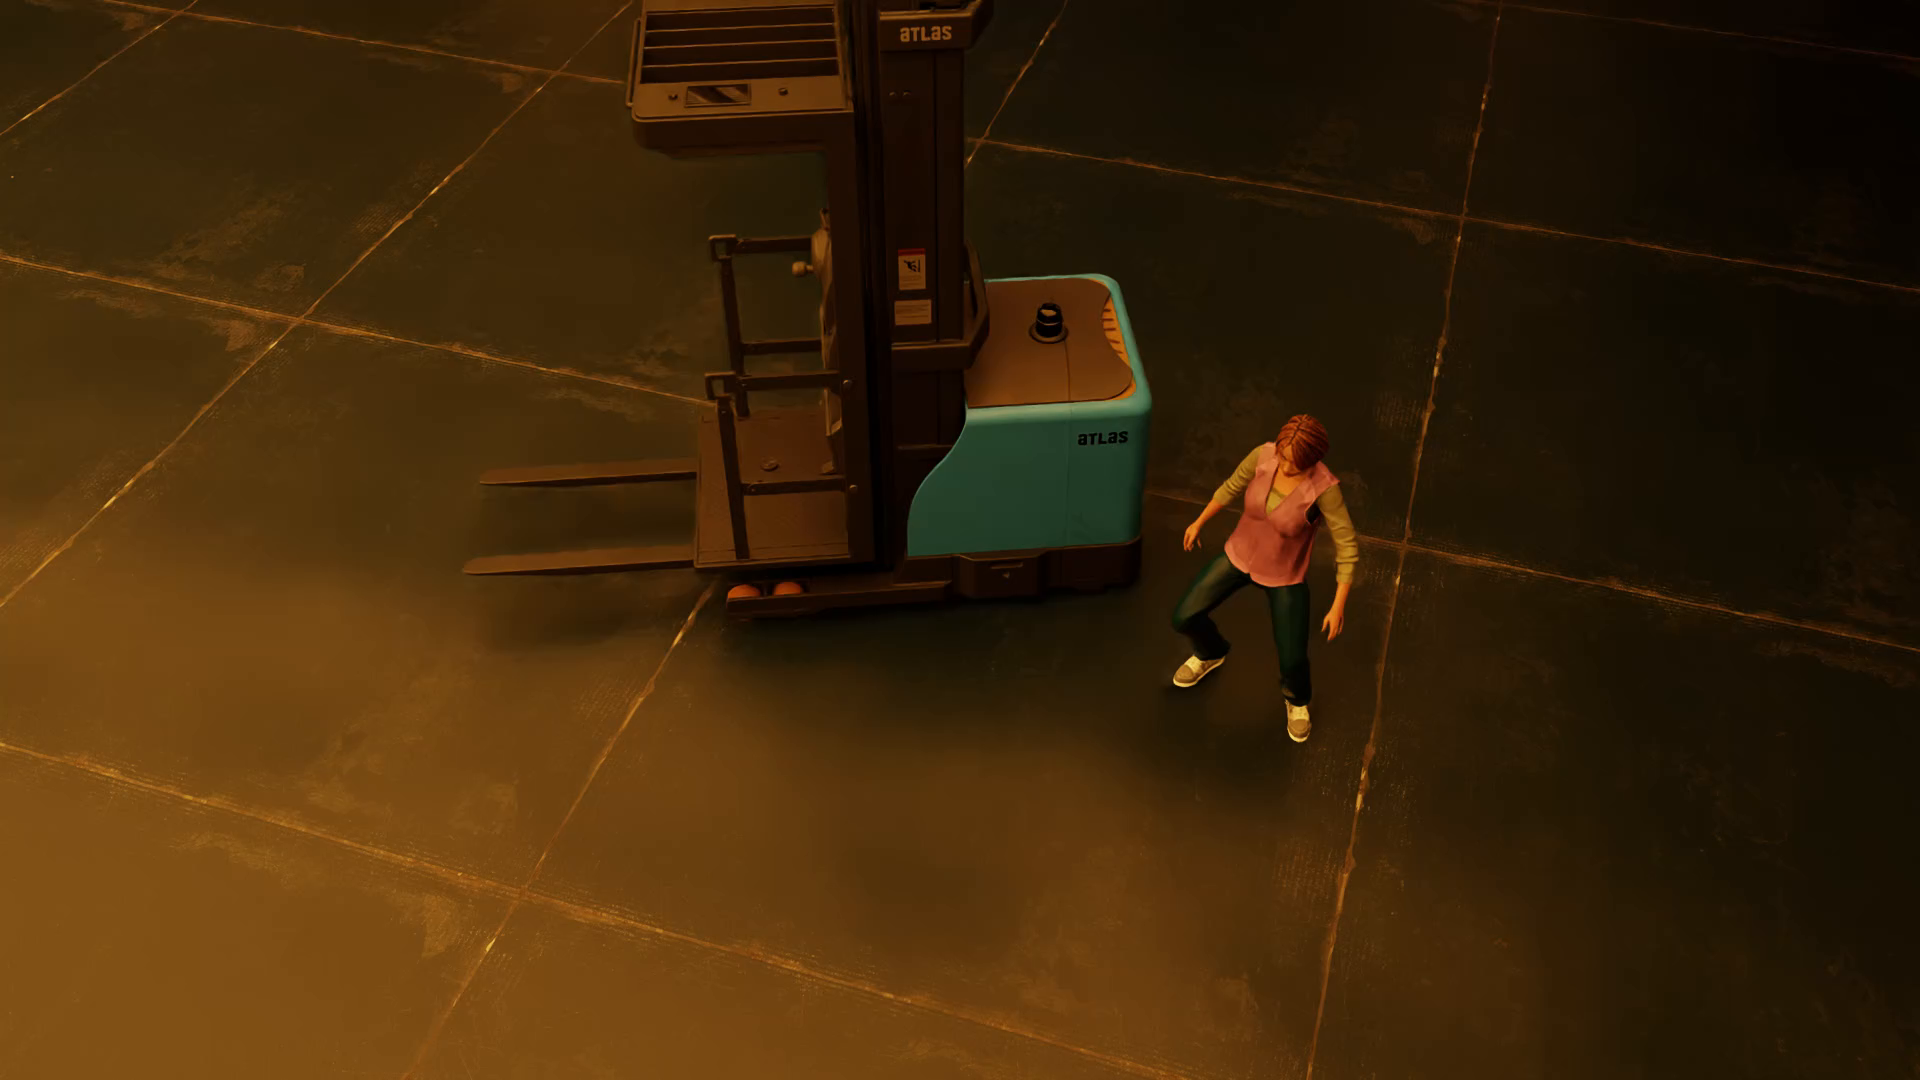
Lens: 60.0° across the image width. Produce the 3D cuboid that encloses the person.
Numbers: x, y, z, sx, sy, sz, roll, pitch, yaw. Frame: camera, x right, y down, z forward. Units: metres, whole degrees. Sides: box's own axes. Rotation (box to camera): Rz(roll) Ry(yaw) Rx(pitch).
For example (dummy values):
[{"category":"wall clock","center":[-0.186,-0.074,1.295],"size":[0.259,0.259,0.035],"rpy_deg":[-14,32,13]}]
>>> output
[{"category":"person","center":[1.205,0.137,6.609],"size":[0.767,1.502,0.453],"rpy_deg":[30,51,28]}]

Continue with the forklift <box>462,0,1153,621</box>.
[{"category":"forklift","center":[-0.727,-1.090,6.860],"size":[3.031,2.935,1.130],"rpy_deg":[-4,43,-4]}]
